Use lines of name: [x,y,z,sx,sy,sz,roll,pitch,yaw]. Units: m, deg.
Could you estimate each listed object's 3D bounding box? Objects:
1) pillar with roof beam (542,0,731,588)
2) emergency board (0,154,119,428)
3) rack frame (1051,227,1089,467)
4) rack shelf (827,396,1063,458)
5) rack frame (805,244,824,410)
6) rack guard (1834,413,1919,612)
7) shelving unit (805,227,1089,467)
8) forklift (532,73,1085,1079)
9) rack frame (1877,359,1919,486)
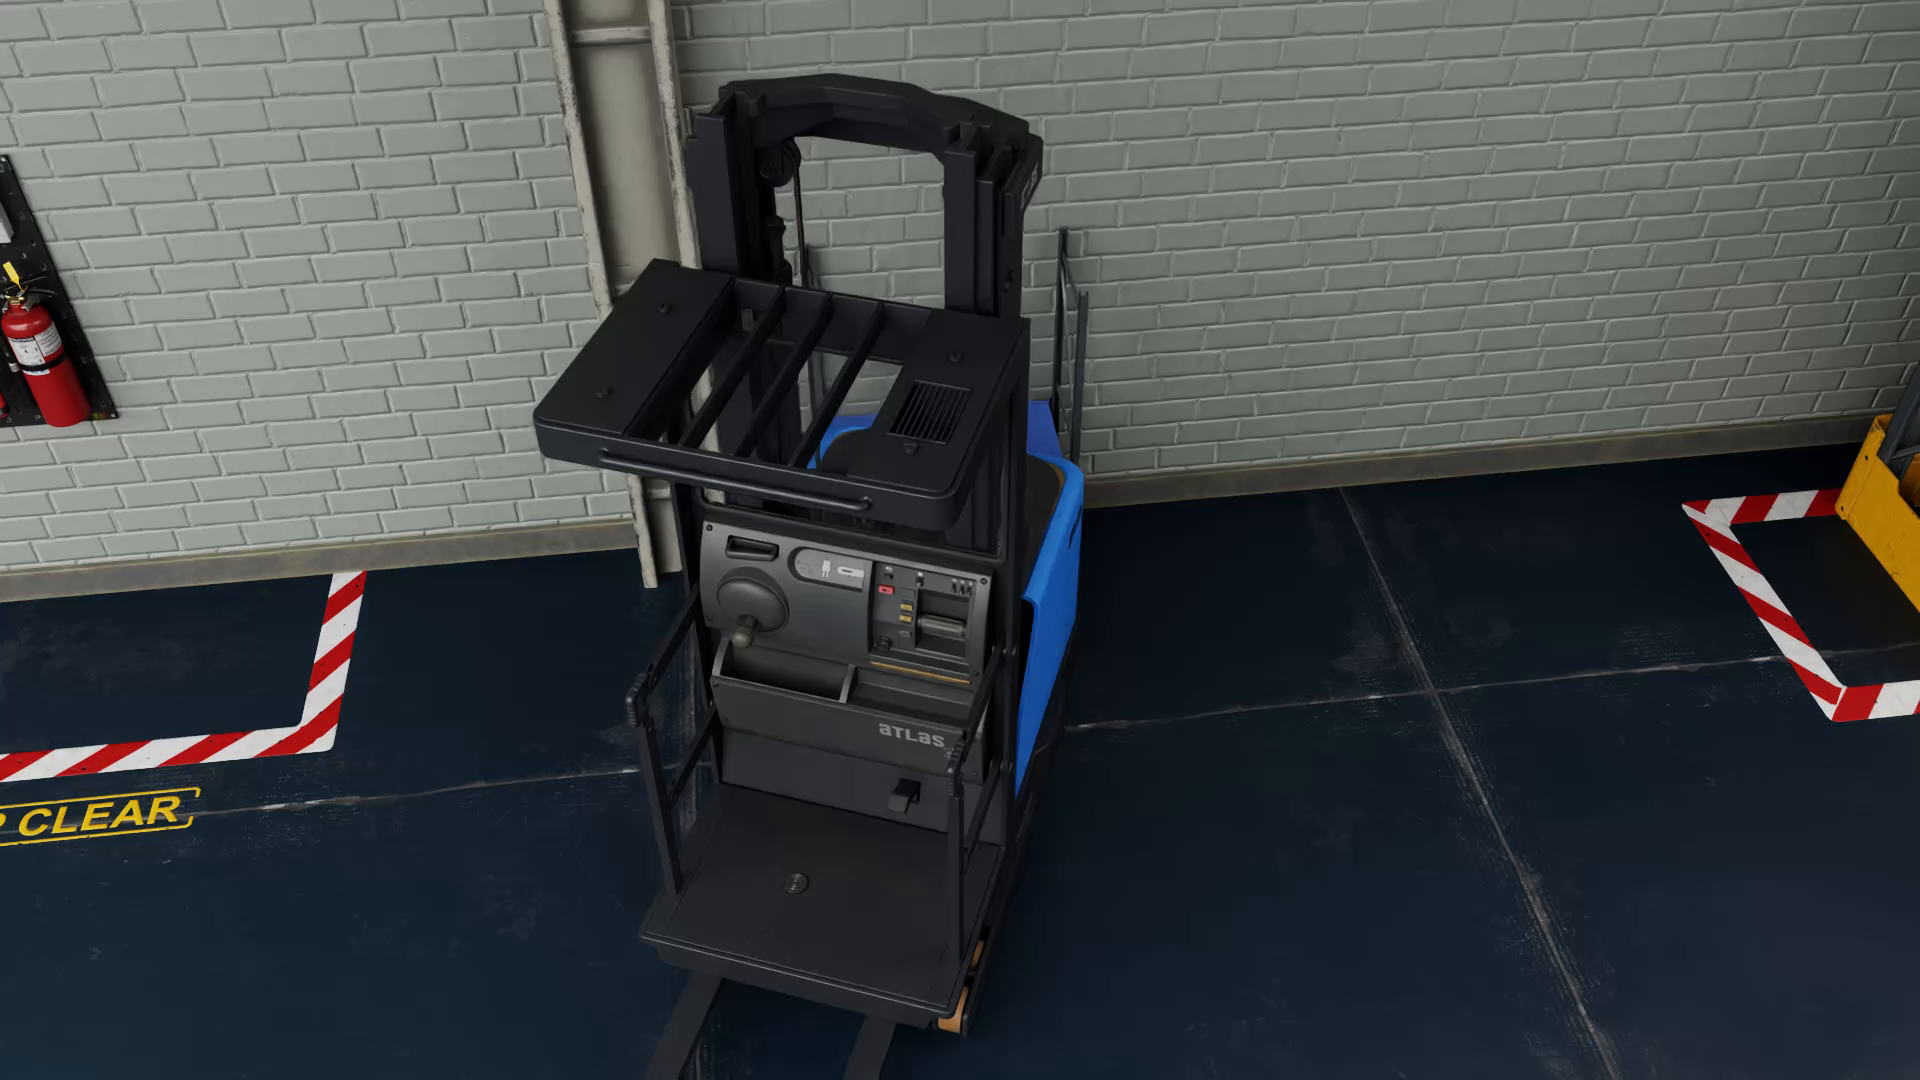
pillar with roof beam: [-0.636,-0.392,1.181,0.400,9.000,9.100,-5,42,-6]
emergency board: [-3.649,-0.834,6.150,0.643,1.169,0.194,-5,42,-6]
rack frame: [0.439,-0.517,6.916,0.032,1.500,0.500,-5,42,-5]
rack shelf: [-0.065,-0.341,6.990,1.000,0.185,0.538,-5,42,-5]
rack frame: [-0.570,-0.434,6.824,0.032,1.500,0.500,-5,42,-5]
rack guard: [4.249,0.012,7.078,0.348,0.500,1.175,-5,42,-6]
shelving unit: [-0.065,-0.475,6.870,1.048,1.500,0.538,-5,42,-5]
forklift: [-0.416,0.274,4.973,1.130,2.935,3.031,11,43,12]
rack frame: [4.173,-0.909,6.234,0.127,3.000,1.000,-5,42,-6]
